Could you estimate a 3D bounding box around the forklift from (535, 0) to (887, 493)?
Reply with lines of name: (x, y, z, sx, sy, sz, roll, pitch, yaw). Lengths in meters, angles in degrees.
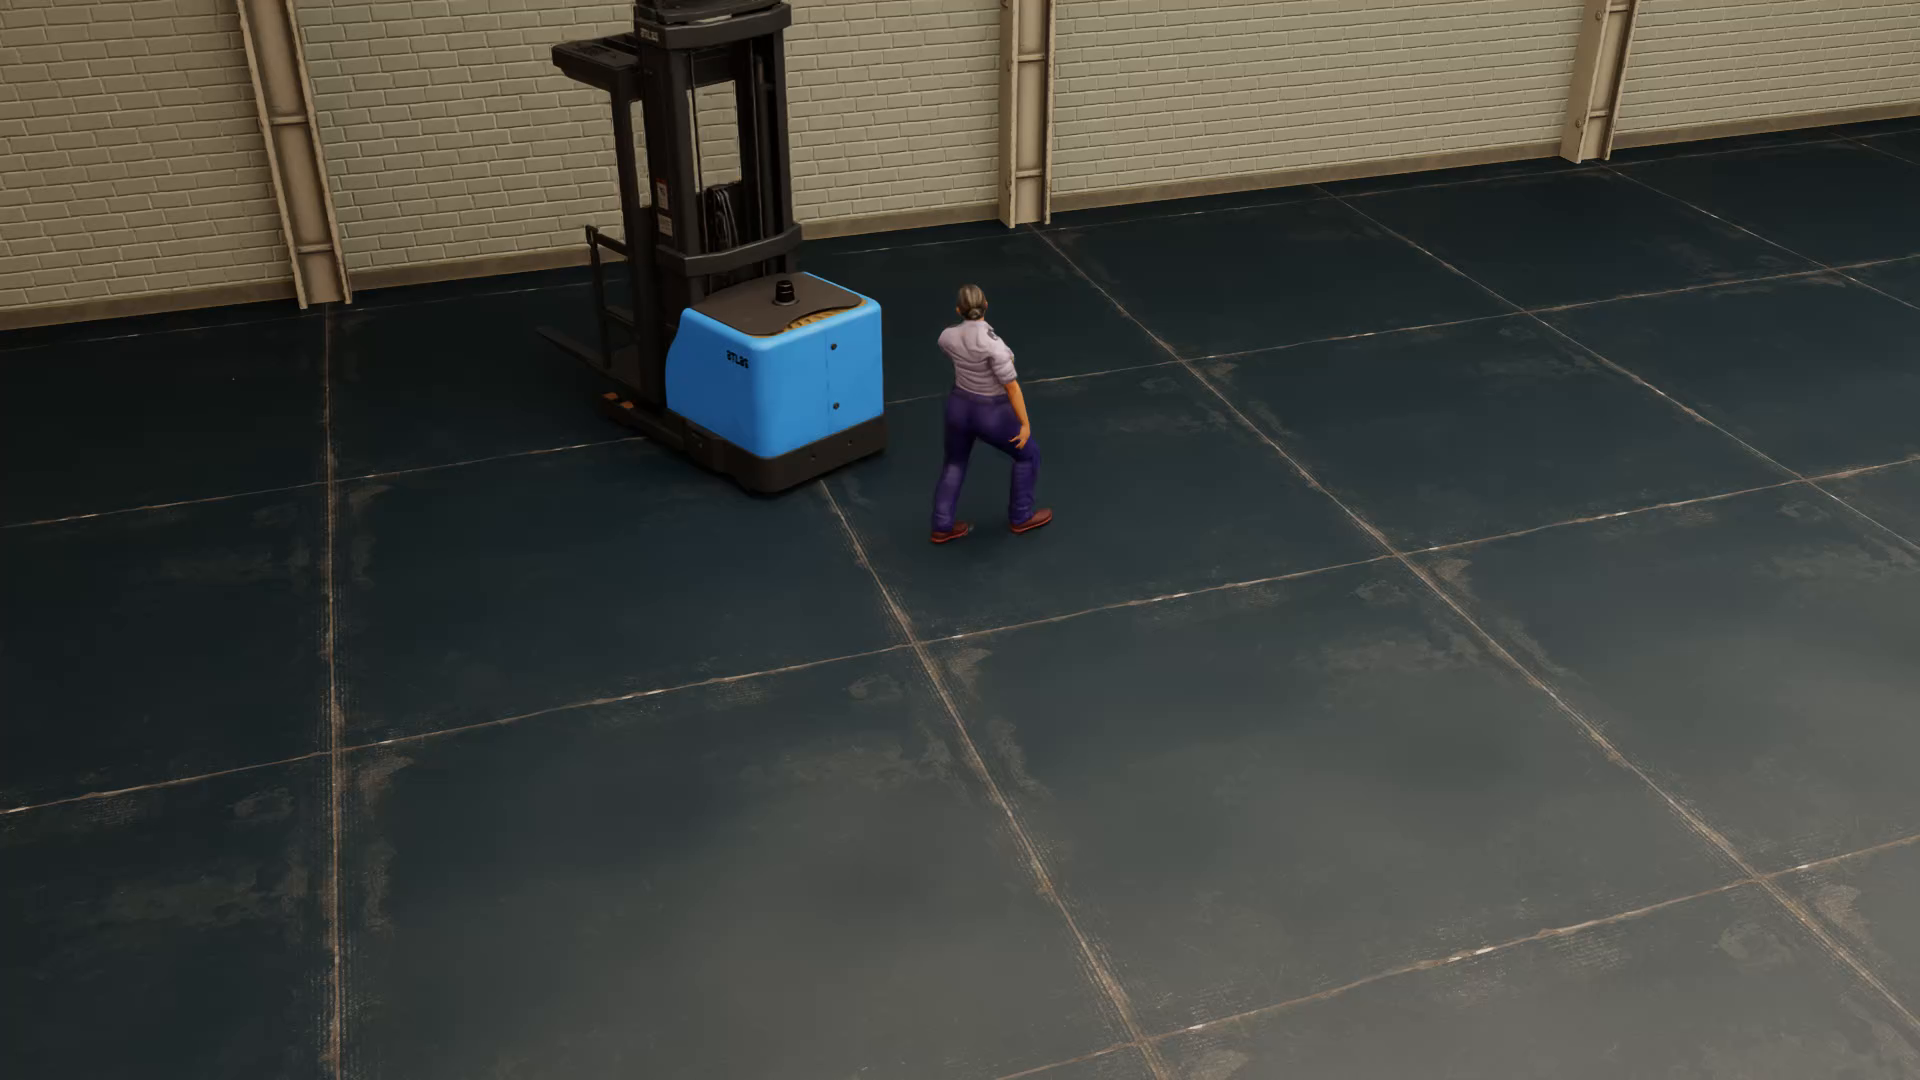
forklift: (-1.862, -2.208, 10.925, 1.130, 2.935, 3.031, -25, 38, -37)

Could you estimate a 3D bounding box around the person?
person: (0.167, -0.749, 9.762, 0.619, 1.574, 0.695, 16, 33, 25)
